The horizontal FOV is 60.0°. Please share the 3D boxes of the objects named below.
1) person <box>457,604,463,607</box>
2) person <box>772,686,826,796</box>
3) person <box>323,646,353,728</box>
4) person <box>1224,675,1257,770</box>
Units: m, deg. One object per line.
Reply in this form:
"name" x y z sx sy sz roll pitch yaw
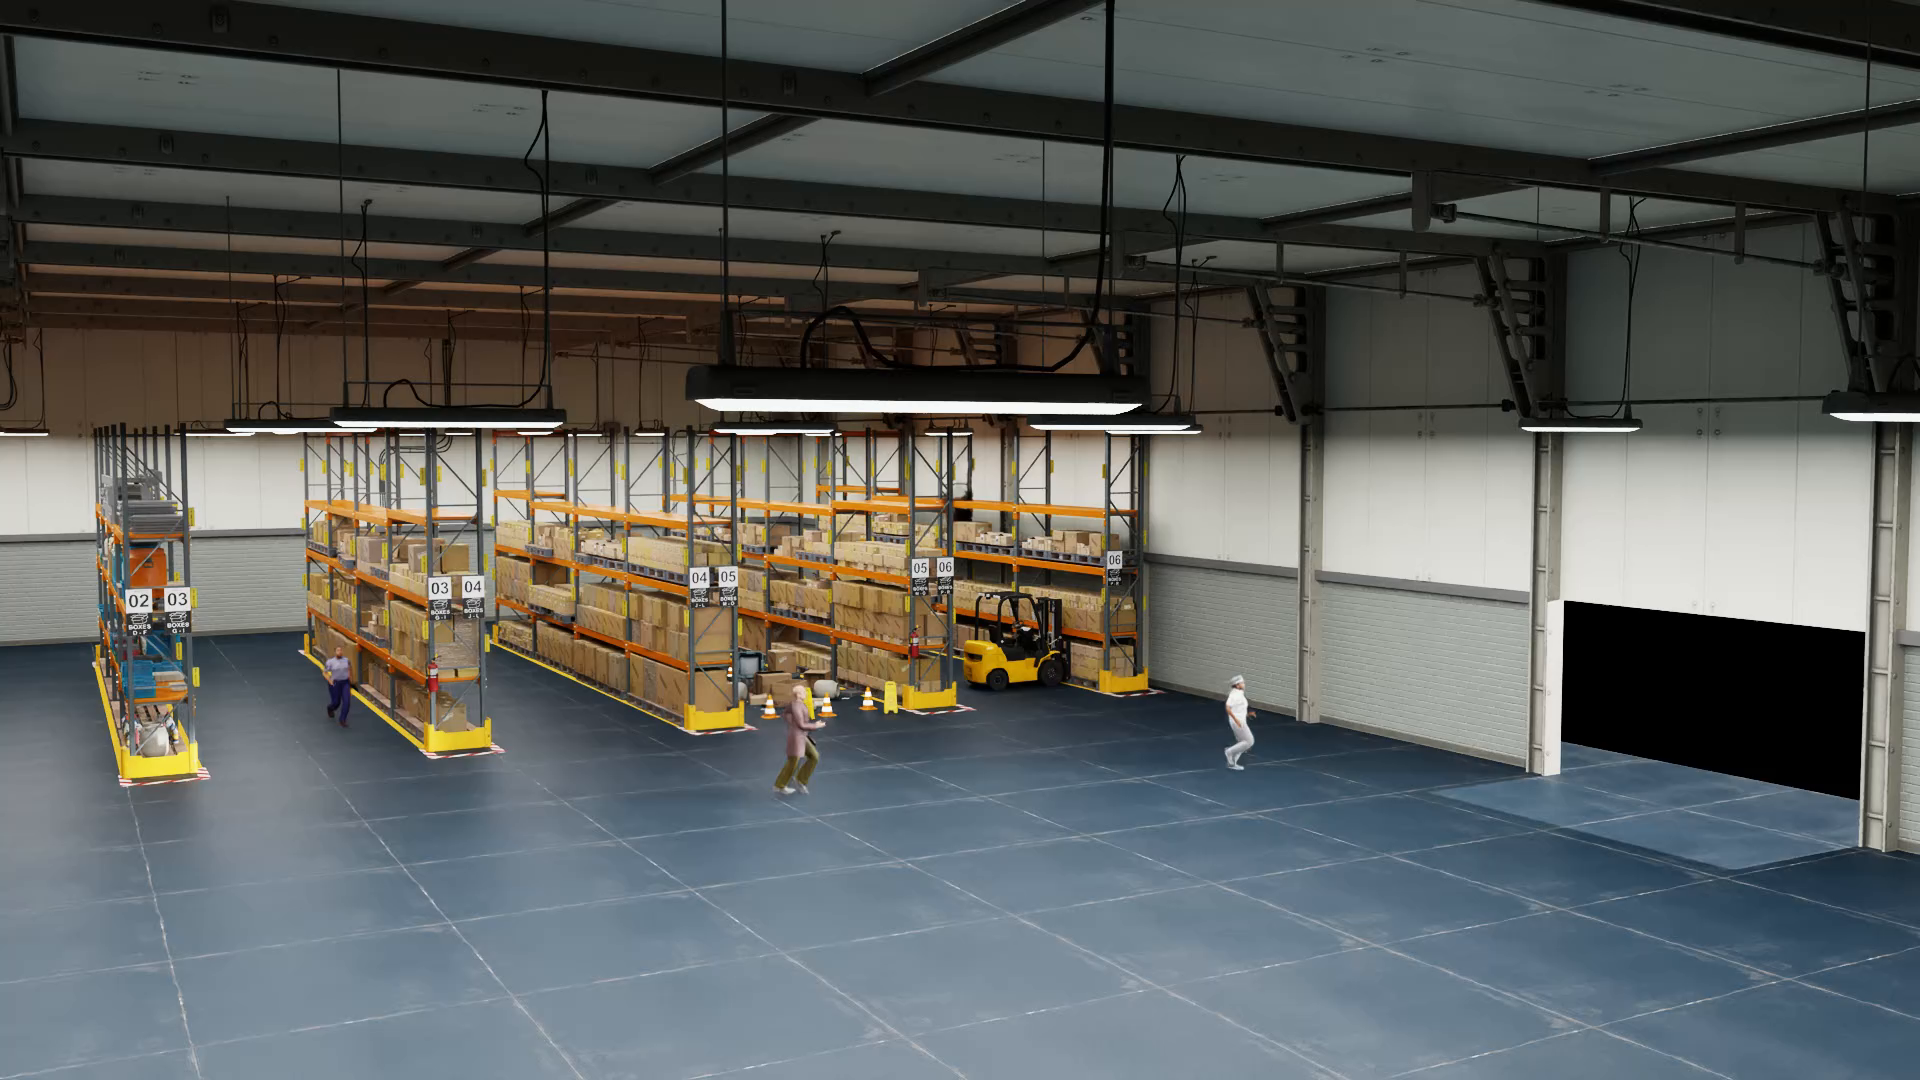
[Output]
"person" -13.456 2.187 44.780 0.661 1.686 0.658 -2 4 -26
"person" -2.575 3.228 26.649 0.877 1.808 0.668 0 3 3
"person" -12.429 2.917 33.286 0.608 1.623 0.685 -3 4 -39
"person" 4.861 3.152 28.764 0.549 1.659 0.567 1 4 12
